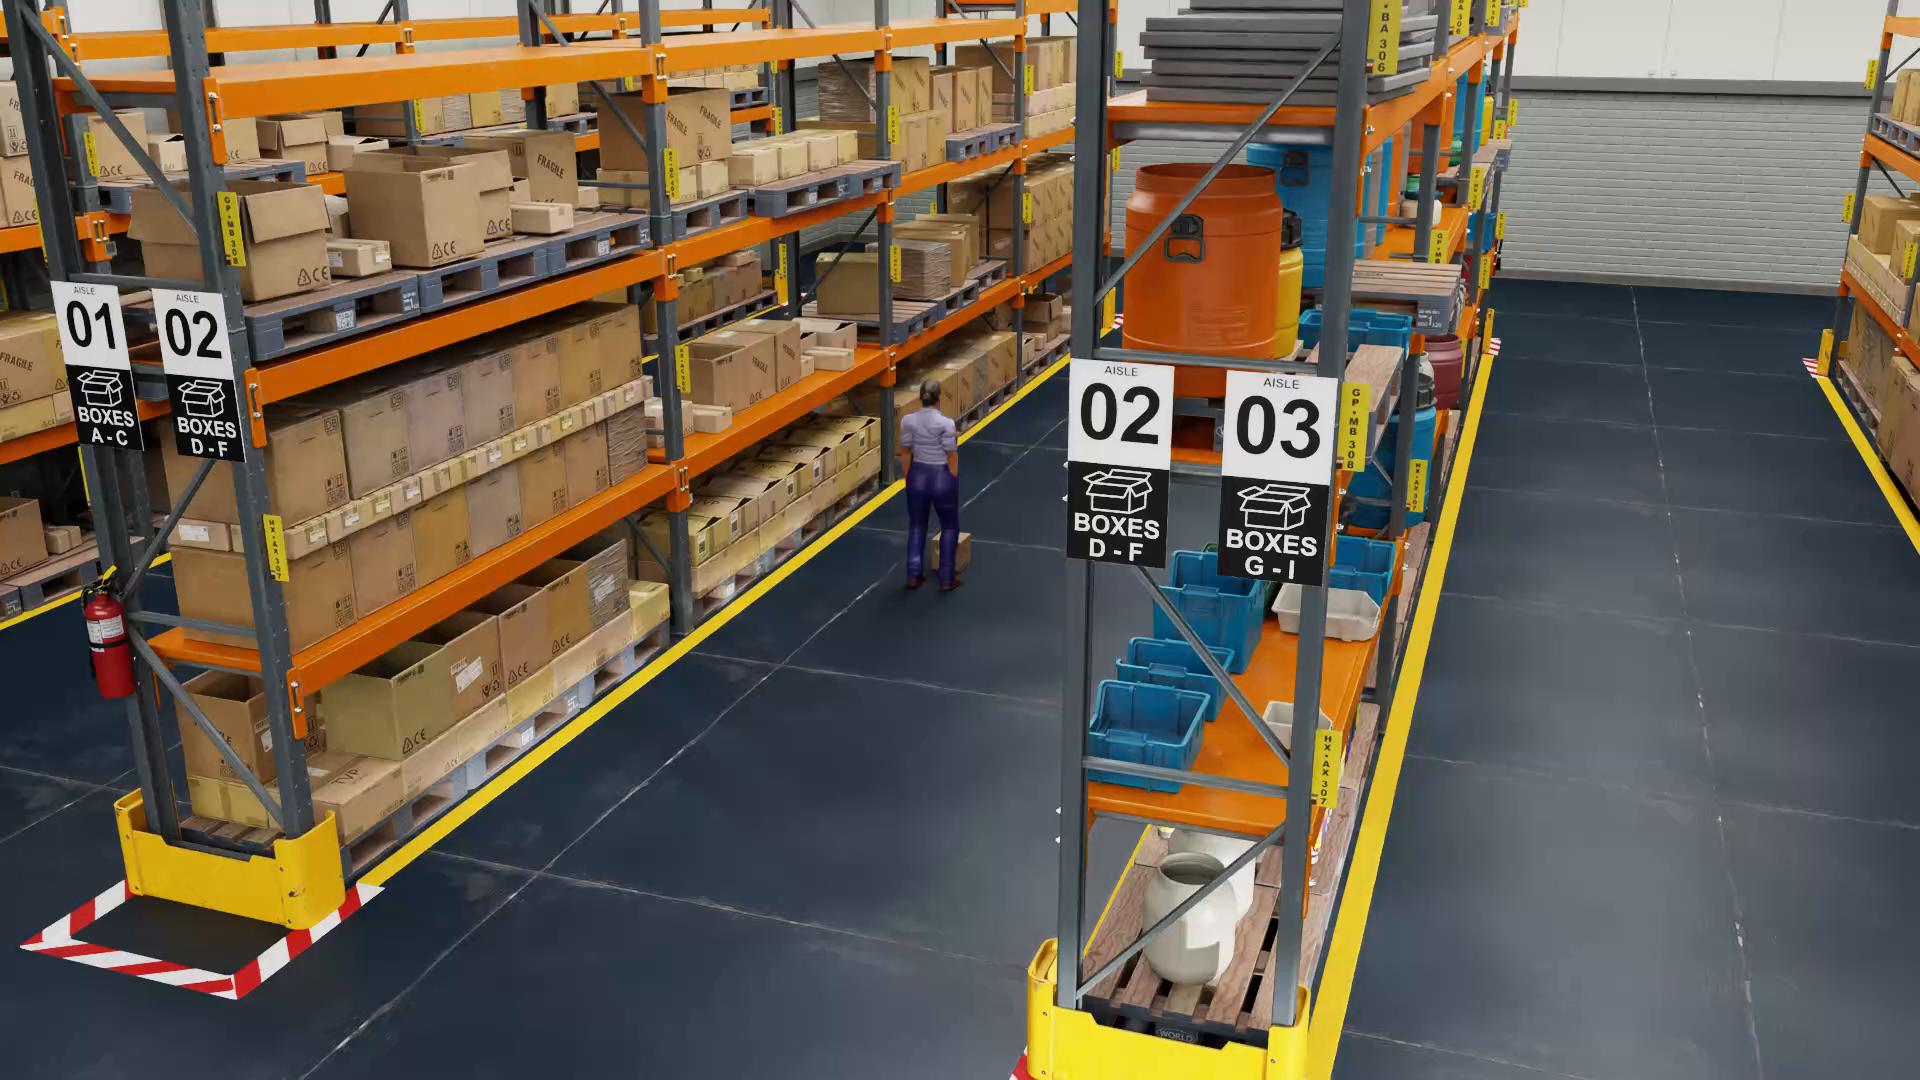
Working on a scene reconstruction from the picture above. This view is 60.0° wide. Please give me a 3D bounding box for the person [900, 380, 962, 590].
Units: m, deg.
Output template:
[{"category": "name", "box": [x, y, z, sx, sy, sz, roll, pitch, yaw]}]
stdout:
[{"category": "person", "box": [-0.232, -0.422, 12.856, 0.474, 1.642, 0.339, 7, 20, 19]}]
